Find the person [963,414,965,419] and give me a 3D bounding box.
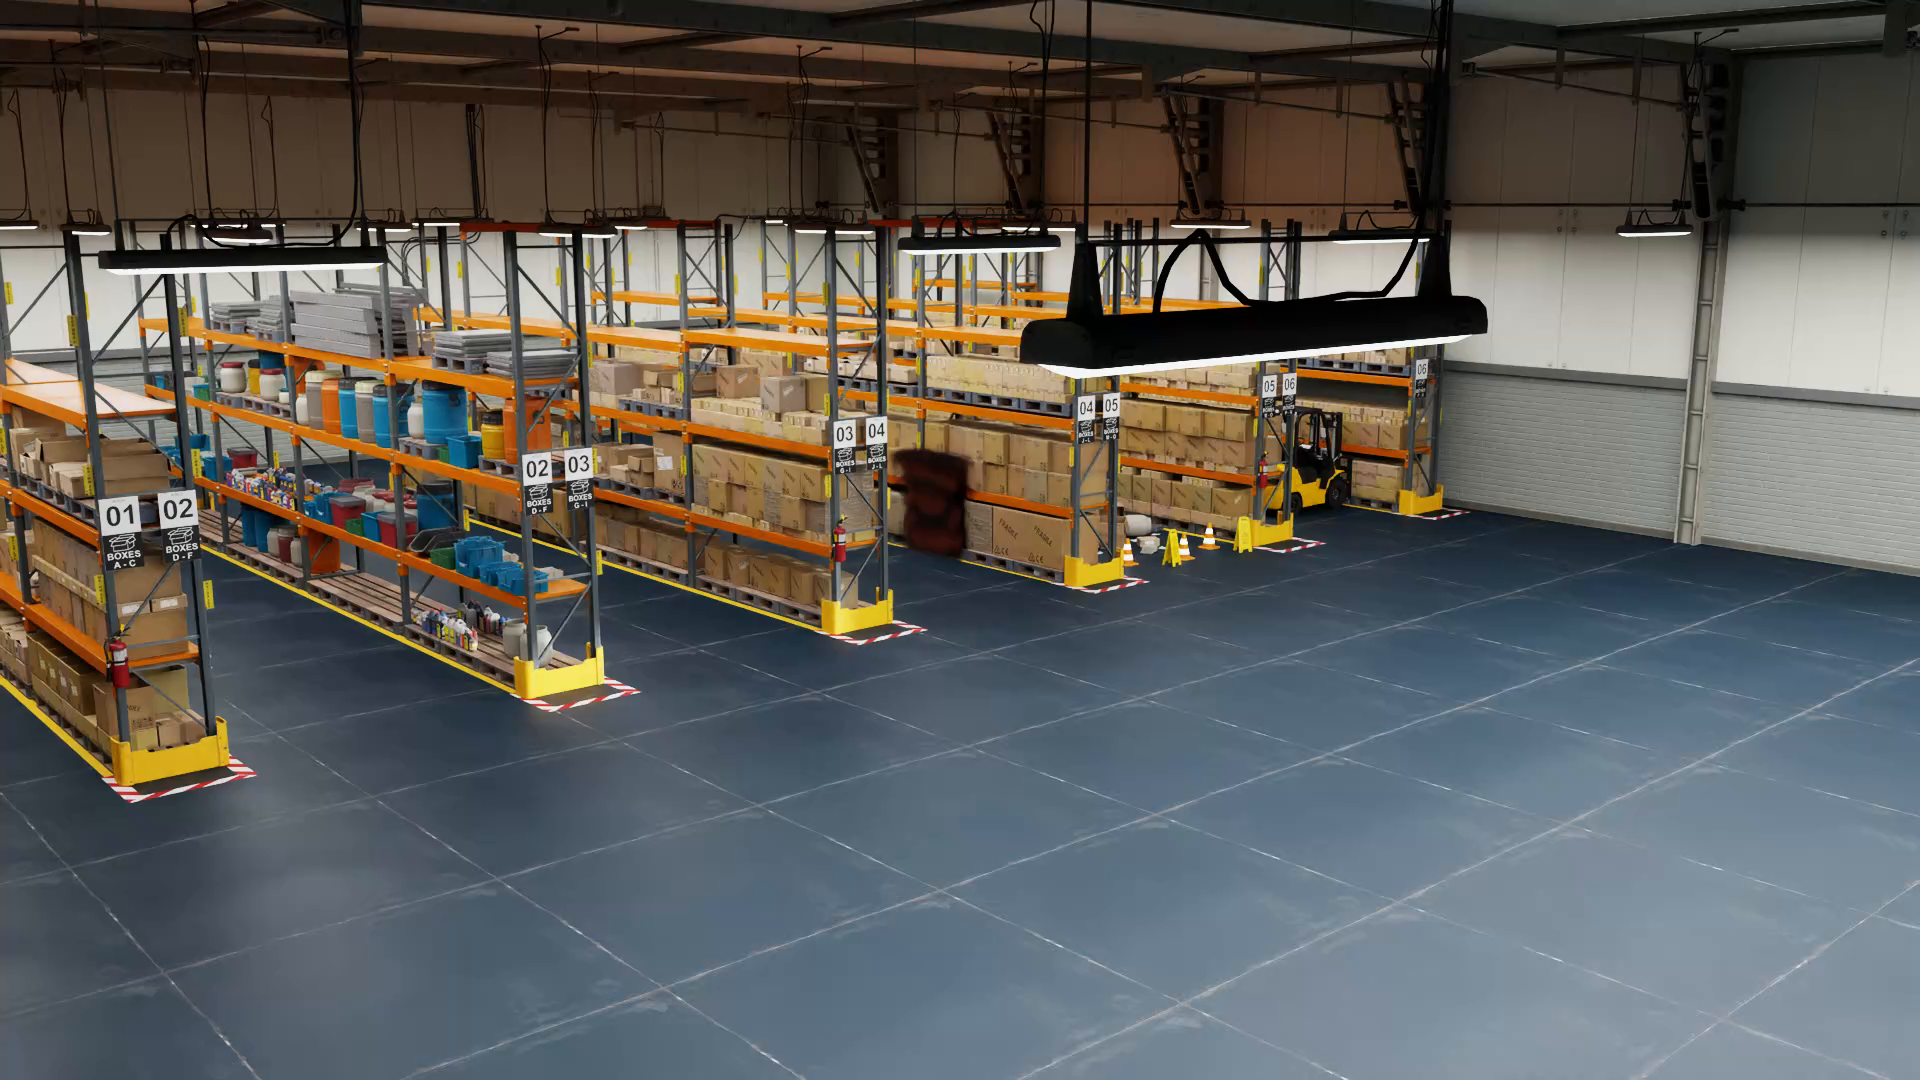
[{"bbox_3d":[0.014,-1.871,35.147,0.417,1.793,0.600,-5,12,-24],"label":"person"}]
